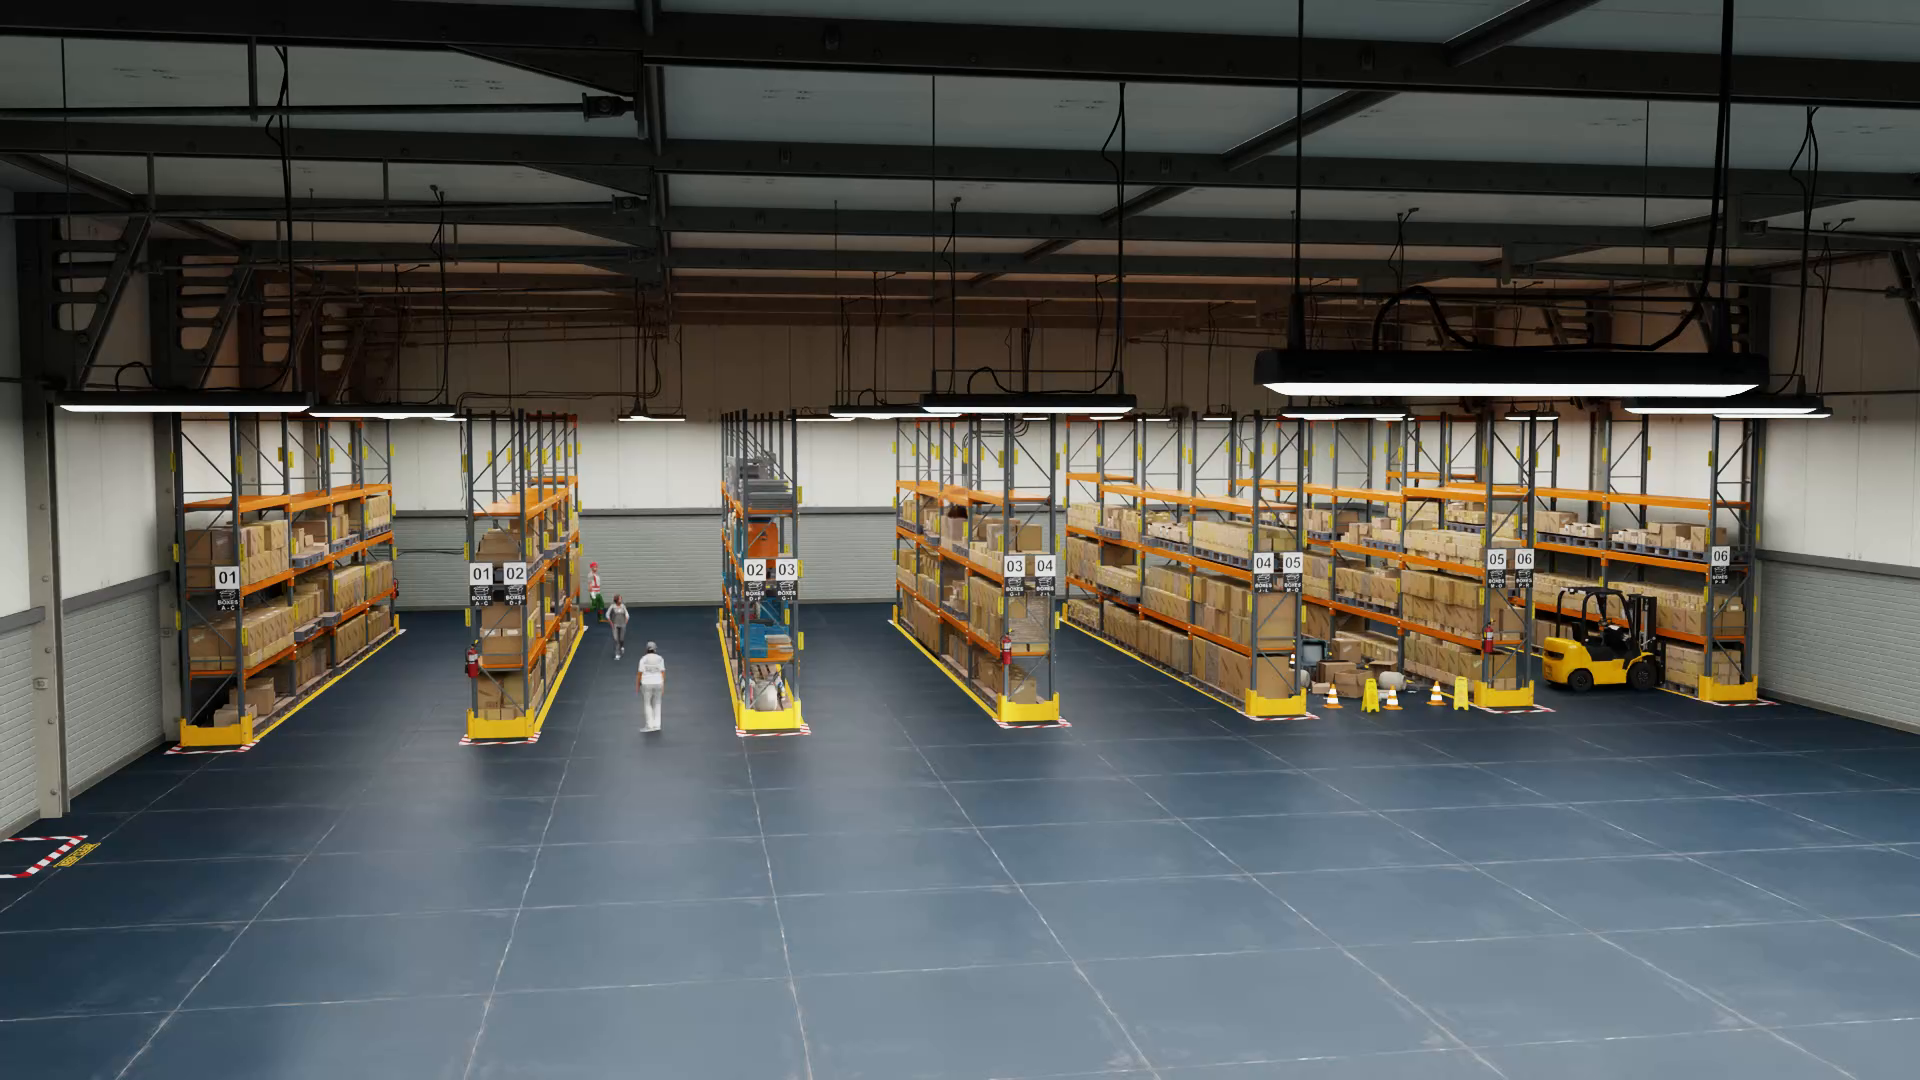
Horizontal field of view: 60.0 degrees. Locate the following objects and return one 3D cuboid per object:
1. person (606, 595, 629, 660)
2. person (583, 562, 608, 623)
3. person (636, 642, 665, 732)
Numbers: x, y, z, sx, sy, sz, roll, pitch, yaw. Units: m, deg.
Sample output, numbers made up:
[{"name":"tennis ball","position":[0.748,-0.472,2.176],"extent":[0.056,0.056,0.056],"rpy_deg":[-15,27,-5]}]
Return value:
[{"name":"person","position":[-8.383,2.118,40.682],"extent":[0.547,1.589,0.648],"rpy_deg":[0,4,-6]},{"name":"person","position":[-10.535,1.507,47.703],"extent":[0.845,1.746,0.658],"rpy_deg":[-1,4,-9]},{"name":"person","position":[-5.765,2.734,31.020],"extent":[0.527,1.683,0.405],"rpy_deg":[-2,4,-27]}]
